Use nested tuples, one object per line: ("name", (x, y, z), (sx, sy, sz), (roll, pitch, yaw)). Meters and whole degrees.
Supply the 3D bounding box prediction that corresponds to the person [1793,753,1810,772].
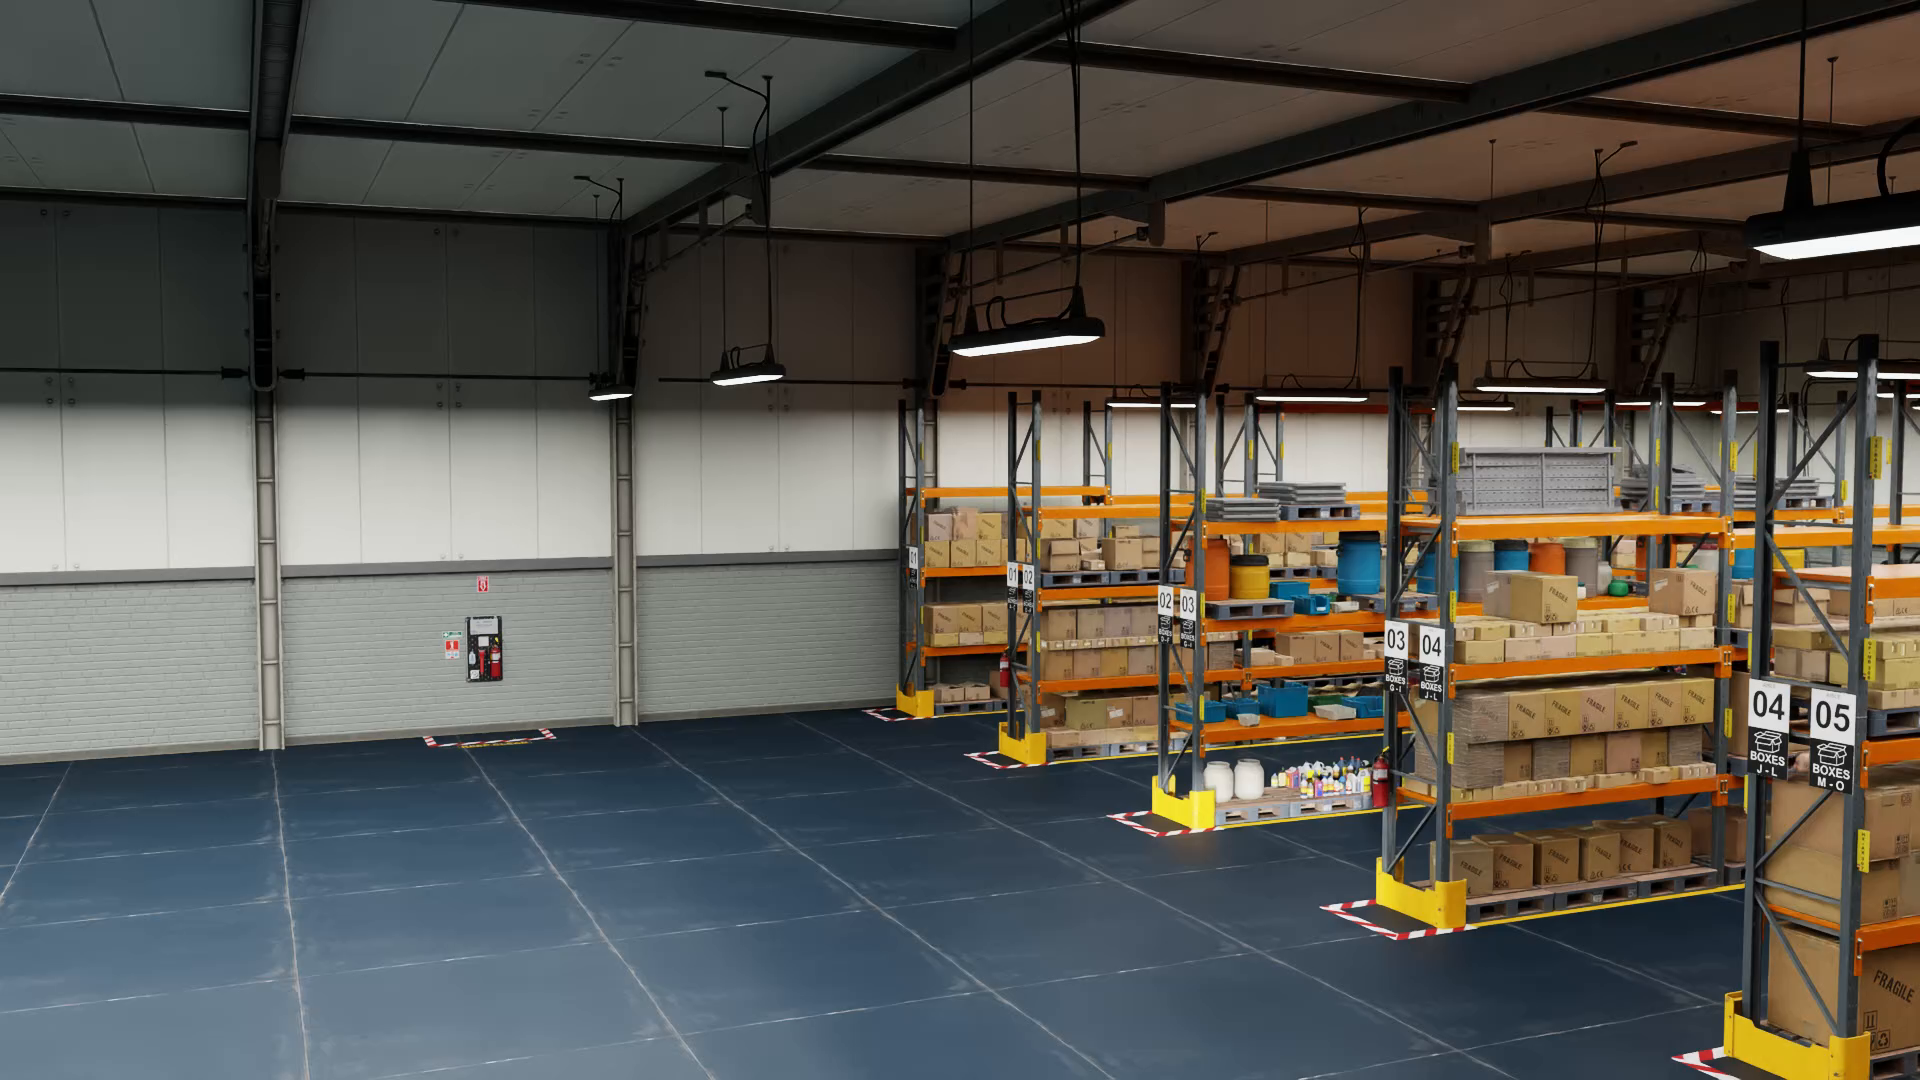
("person", (9.710, 3.235, 18.705), (0.632, 1.683, 0.749), (-1, 3, -16))
